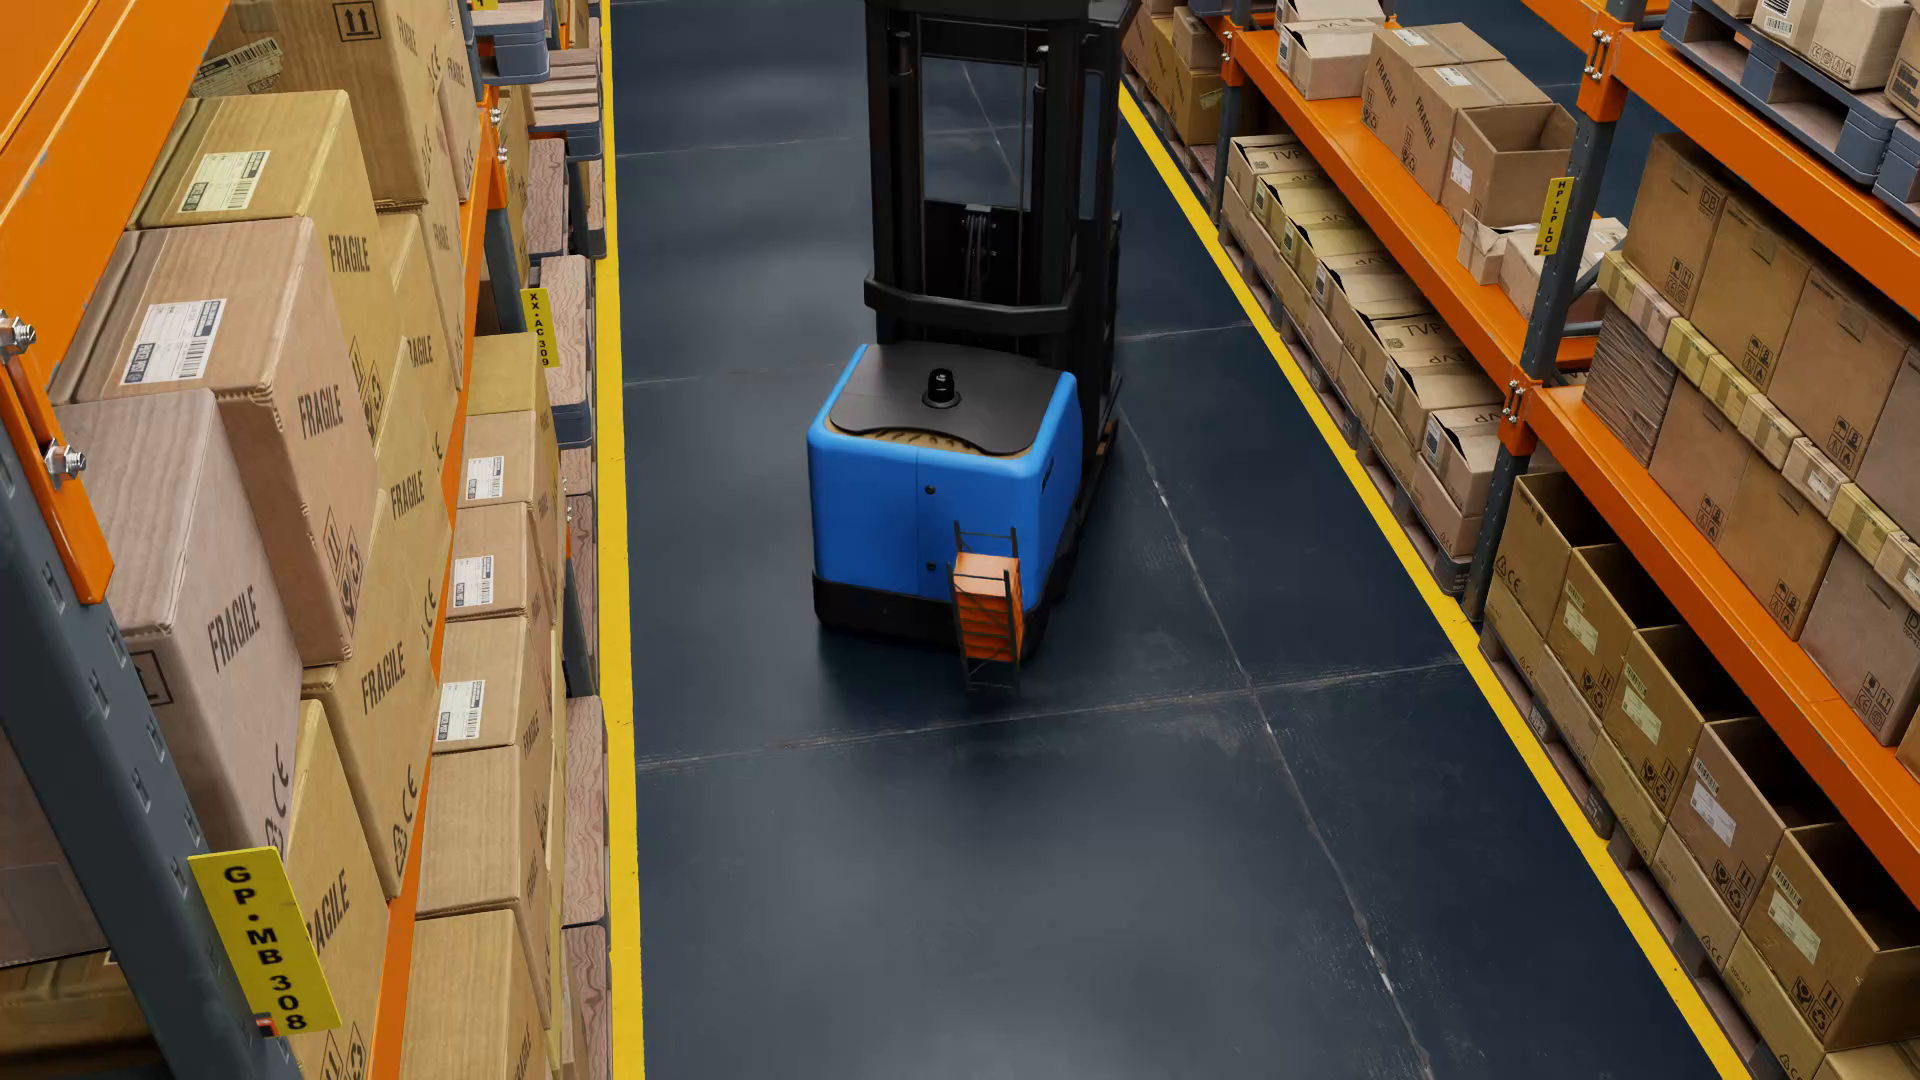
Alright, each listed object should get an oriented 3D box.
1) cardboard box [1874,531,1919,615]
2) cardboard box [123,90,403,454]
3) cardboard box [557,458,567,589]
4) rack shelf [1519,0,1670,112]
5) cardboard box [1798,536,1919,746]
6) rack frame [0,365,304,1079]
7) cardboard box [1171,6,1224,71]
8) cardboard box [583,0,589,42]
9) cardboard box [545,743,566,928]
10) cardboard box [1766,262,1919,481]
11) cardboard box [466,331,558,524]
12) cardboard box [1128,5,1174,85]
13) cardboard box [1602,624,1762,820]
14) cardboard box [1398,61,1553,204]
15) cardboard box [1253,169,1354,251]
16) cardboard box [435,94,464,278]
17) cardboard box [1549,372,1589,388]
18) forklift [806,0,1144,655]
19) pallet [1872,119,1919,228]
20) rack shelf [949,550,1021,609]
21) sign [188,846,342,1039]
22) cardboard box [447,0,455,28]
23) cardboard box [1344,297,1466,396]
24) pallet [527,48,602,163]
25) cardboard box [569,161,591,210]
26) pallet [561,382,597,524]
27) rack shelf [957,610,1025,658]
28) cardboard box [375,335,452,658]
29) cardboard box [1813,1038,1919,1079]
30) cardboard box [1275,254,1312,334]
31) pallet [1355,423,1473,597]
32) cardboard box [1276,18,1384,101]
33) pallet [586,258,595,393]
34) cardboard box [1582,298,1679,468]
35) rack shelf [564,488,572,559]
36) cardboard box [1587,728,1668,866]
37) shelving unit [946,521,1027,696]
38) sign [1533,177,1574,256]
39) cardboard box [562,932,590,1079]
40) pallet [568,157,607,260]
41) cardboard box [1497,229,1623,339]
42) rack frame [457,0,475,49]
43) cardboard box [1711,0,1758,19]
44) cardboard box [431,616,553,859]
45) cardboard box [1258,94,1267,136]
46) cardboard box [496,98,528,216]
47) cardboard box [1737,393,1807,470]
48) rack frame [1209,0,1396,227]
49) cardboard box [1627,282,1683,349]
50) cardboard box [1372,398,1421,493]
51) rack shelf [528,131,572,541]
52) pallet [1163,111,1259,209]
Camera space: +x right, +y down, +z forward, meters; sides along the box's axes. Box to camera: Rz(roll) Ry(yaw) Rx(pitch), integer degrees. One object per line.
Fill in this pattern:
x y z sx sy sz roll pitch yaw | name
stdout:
3.005 0.085 4.986 0.380 0.149 0.250 -7 38 -9 | cardboard box
-1.310 -0.440 2.913 0.500 0.500 0.500 -5 38 -7 | cardboard box
-1.662 -0.049 5.874 0.500 0.250 0.500 -6 38 -8 | cardboard box
2.482 -2.997 7.704 1.077 0.370 4.000 -6 38 -8 | rack shelf
3.190 0.270 5.276 0.700 0.500 0.500 -5 38 -7 | cardboard box
-1.339 -0.307 1.210 0.949 2.616 0.053 -6 38 -8 | rack frame
1.722 -3.361 11.098 0.500 0.250 0.500 -5 38 -6 | cardboard box
-3.204 -4.124 12.423 0.750 0.750 0.750 -6 38 -7 | cardboard box
-1.390 0.859 4.705 0.500 0.250 0.500 -6 38 -8 | cardboard box
3.093 -0.566 5.294 0.700 0.500 0.500 -6 38 -8 | cardboard box
-1.656 -0.346 5.645 0.500 0.500 0.500 -6 38 -8 | cardboard box
1.548 -3.660 12.095 0.500 0.500 0.500 -8 38 -10 | cardboard box
2.781 0.653 6.152 0.500 0.500 0.500 -6 38 -8 | cardboard box
2.534 -2.015 8.217 0.500 0.500 0.500 -6 38 -8 | cardboard box
2.034 -1.942 9.646 0.500 0.311 0.500 -7 38 -9 | cardboard box
-1.636 -1.000 4.450 0.500 0.500 0.500 -9 39 -12 | cardboard box
2.923 -0.769 8.137 0.500 0.311 0.500 -7 38 -8 | cardboard box
0.207 -1.554 7.761 1.130 2.935 3.031 9 39 12 | forklift
3.218 -0.791 4.350 1.003 0.211 1.213 -6 38 -8 | pallet
0.099 0.156 6.523 0.258 0.103 0.180 6 62 8 | rack shelf
-0.808 0.474 1.937 0.100 0.325 0.005 -6 38 -8 | sign
-1.689 -1.707 4.544 0.500 0.500 0.500 -9 39 -12 | cardboard box
2.297 -1.019 8.459 0.500 0.311 0.500 -6 38 -8 | cardboard box
-2.515 -2.275 8.790 1.213 0.211 1.003 -6 38 -8 | pallet
-2.745 -2.545 10.391 0.750 0.750 0.750 -7 38 -9 | cardboard box
-2.399 -0.461 8.571 1.003 0.211 1.213 -6 38 -8 | pallet
0.133 0.383 6.945 0.258 0.103 0.180 6 62 8 | rack shelf
-1.309 -0.040 3.213 0.500 0.500 0.500 -5 38 -6 | cardboard box
3.049 1.854 5.217 0.500 0.250 0.500 -6 38 -8 | cardboard box
2.120 -1.420 9.432 0.500 0.250 0.500 -7 38 -9 | cardboard box
2.665 -0.228 8.272 1.003 0.211 1.213 -6 38 -8 | pallet
2.097 -2.708 9.264 0.500 0.311 0.500 -7 38 -8 | cardboard box
-2.610 -1.196 9.518 1.003 0.211 1.213 -6 38 -8 | pallet
2.917 -0.661 6.474 0.700 0.500 0.500 -7 38 -9 | cardboard box
-1.693 1.138 4.826 1.077 0.370 4.000 -6 38 -8 | rack shelf
2.781 0.949 6.382 0.500 0.250 0.500 -6 38 -8 | cardboard box
0.121 0.305 6.800 0.258 1.200 0.189 6 62 8 | shelving unit
2.300 -1.250 6.435 0.100 0.325 0.005 -6 38 -8 | sign
-1.555 1.655 5.253 0.700 0.500 0.500 -9 39 -11 | cardboard box
-2.809 -2.153 10.749 1.003 0.211 1.213 -6 38 -8 | pallet
2.703 -1.122 7.272 0.500 0.250 0.500 -4 38 -5 | cardboard box
-2.044 -2.723 4.320 1.000 3.000 0.127 -6 38 -8 | rack frame
2.661 -2.001 5.298 0.500 0.500 0.500 -3 38 -4 | cardboard box
-1.394 0.574 4.461 0.500 0.500 0.500 -5 38 -7 | cardboard box
2.235 -3.113 11.390 0.500 0.500 0.500 -8 38 -10 | cardboard box
-2.337 -1.611 7.338 0.700 0.500 0.500 -1 38 -2 | cardboard box
2.869 -0.384 5.589 0.380 0.149 0.250 -7 38 -9 | cardboard box
2.131 -3.305 9.959 1.000 3.000 0.127 -6 38 -8 | rack frame
2.733 -0.850 6.188 0.380 0.149 0.250 -6 38 -7 | cardboard box
2.387 -0.494 8.239 0.500 0.250 0.500 -7 38 -9 | cardboard box
-2.394 -1.278 7.936 1.077 0.370 4.000 -6 38 -8 | rack shelf
2.038 -2.659 11.400 1.003 0.211 1.213 -6 38 -8 | pallet
